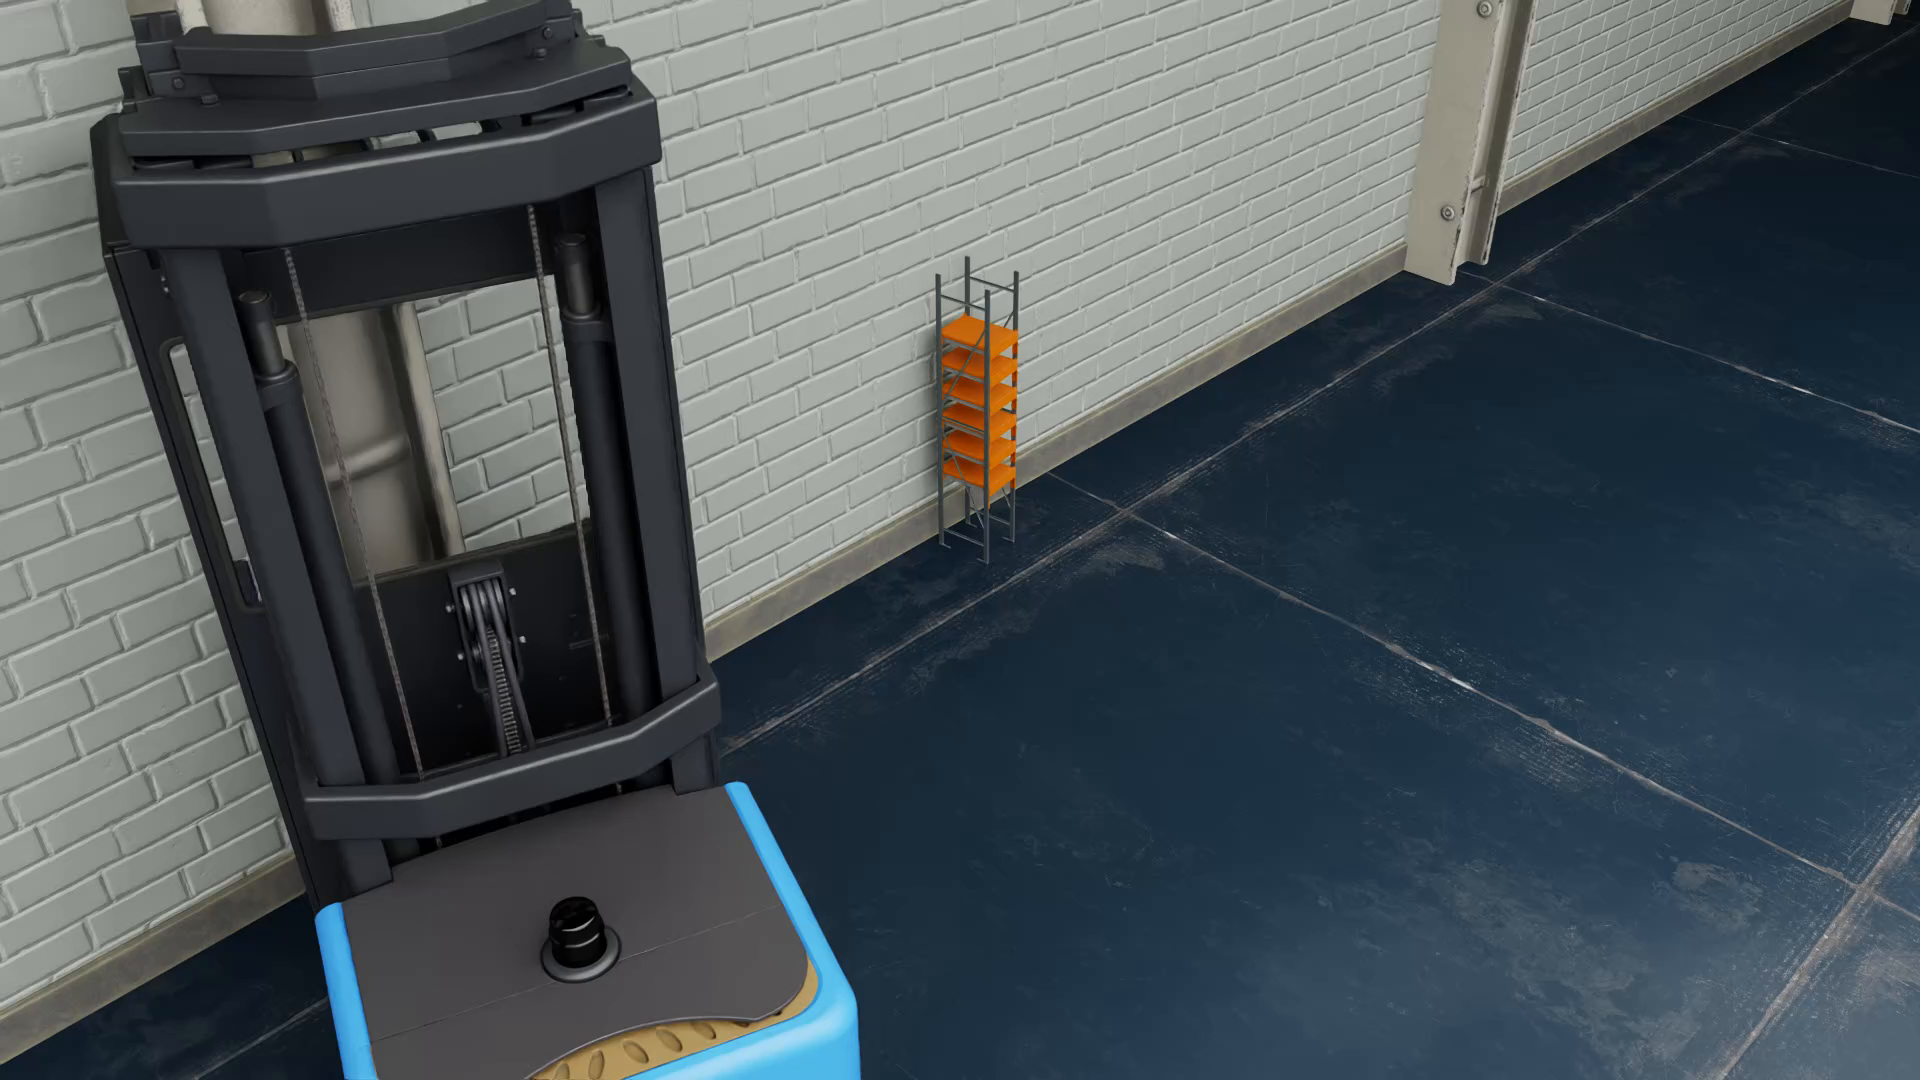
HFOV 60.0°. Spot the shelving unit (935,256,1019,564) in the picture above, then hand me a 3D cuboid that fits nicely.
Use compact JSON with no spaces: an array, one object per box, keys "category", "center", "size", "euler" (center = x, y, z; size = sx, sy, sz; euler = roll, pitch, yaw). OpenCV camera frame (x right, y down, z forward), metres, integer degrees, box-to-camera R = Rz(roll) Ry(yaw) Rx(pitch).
[{"category":"shelving unit","center":[0.065,-0.479,6.387],"size":[0.258,1.200,0.189],"euler":[22,41,29]}]

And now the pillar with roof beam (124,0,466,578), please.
[{"category":"pillar with roof beam","center":[1.400,-0.985,0.296],"size":[9.100,9.000,0.400],"euler":[30,45,35]}]

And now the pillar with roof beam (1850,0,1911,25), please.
[{"category":"pillar with roof beam","center":[9.855,-5.857,7.281],"size":[9.100,9.000,0.400],"euler":[30,45,35]}]

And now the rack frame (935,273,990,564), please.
[{"category":"rack frame","center":[0.012,-0.436,6.326],"size":[0.240,1.200,0.006],"euler":[22,41,29]}]

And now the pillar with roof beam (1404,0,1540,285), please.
[{"category":"pillar with roof beam","center":[5.627,-3.421,3.788],"size":[9.100,9.000,0.400],"euler":[30,45,35]}]

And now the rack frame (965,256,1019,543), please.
[{"category":"rack frame","center":[0.119,-0.522,6.448],"size":[0.240,1.200,0.006],"euler":[22,41,29]}]

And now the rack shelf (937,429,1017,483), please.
[{"category":"rack shelf","center":[0.066,-0.344,6.481],"size":[0.258,0.103,0.180],"euler":[22,41,29]}]

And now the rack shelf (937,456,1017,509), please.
[{"category":"rack shelf","center":[0.066,-0.246,6.550],"size":[0.258,0.103,0.180],"euler":[22,41,29]}]

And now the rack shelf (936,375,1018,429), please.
[{"category":"rack shelf","center":[0.065,-0.541,6.344],"size":[0.258,0.103,0.180],"euler":[22,41,29]}]

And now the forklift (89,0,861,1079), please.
[{"category":"forklift","center":[-1.278,0.006,4.179],"size":[1.130,2.935,3.031],"euler":[-15,38,-20]}]

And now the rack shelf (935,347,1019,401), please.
[{"category":"rack shelf","center":[0.065,-0.639,6.275],"size":[0.258,0.103,0.180],"euler":[22,41,29]}]

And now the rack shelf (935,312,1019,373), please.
[{"category":"rack shelf","center":[0.064,-0.738,6.206],"size":[0.258,0.103,0.180],"euler":[22,41,29]}]

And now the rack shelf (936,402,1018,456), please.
[{"category":"rack shelf","center":[0.065,-0.442,6.412],"size":[0.258,0.103,0.180],"euler":[22,41,29]}]
